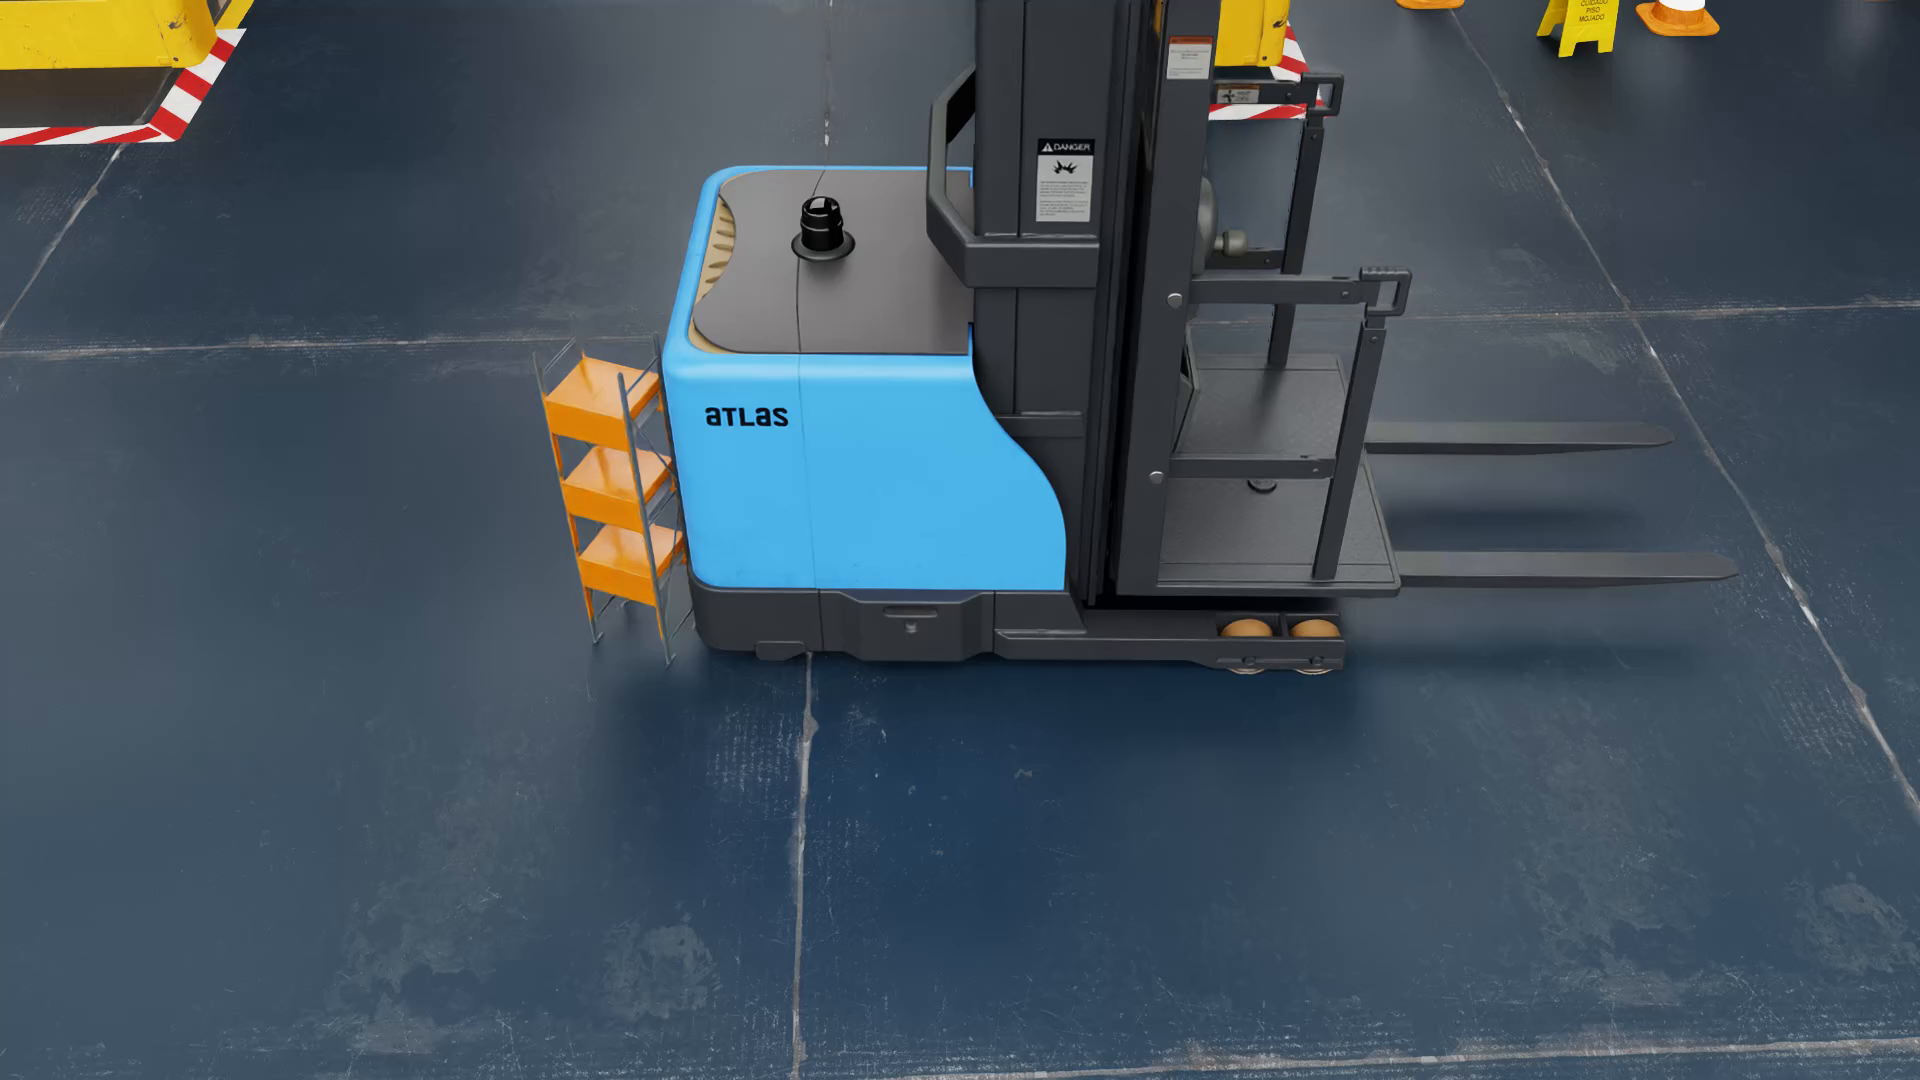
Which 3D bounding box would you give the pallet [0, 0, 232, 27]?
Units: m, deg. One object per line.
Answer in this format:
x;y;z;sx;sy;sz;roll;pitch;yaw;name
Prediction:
-4.069;-2.891;8.248;1.003;0.211;1.213;-2;43;-2;pallet

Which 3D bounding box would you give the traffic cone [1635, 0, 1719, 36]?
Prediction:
3.432;-2.660;7.809;0.336;0.463;0.334;-2;43;-2;traffic cone

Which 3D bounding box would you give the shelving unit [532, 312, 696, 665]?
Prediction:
-0.930;-0.115;4.599;0.252;1.050;0.215;15;44;15;shelving unit

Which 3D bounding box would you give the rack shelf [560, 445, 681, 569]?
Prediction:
-0.930;-0.107;4.606;0.240;0.259;0.215;15;44;15;rack shelf

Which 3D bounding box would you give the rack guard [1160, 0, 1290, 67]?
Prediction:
0.894;-2.455;7.558;1.175;0.500;0.348;-2;43;-2;rack guard

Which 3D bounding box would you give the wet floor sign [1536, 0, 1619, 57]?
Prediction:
2.872;-2.562;7.567;0.267;0.644;0.232;-8;43;-9;wet floor sign

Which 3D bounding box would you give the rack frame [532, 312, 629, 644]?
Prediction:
-1.044;-0.145;4.631;0.008;1.050;0.200;15;44;15;rack frame

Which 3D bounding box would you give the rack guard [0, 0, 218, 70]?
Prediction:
-4.070;-2.448;7.551;1.175;0.500;0.348;-2;43;-2;rack guard

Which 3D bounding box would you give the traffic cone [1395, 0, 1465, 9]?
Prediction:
2.289;-2.857;8.024;0.336;0.463;0.334;-2;43;-2;traffic cone

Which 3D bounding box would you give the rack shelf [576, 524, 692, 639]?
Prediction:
-0.930;0.097;4.794;0.240;0.259;0.215;15;44;15;rack shelf

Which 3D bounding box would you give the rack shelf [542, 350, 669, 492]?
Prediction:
-0.930;-0.317;4.414;0.240;0.259;0.215;15;44;15;rack shelf

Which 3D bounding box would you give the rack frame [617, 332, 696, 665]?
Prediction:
-0.817;-0.086;4.567;0.008;1.050;0.200;15;44;15;rack frame

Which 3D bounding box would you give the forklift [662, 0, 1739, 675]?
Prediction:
0.748;-1.053;4.230;3.031;2.935;1.130;0;43;0;forklift
